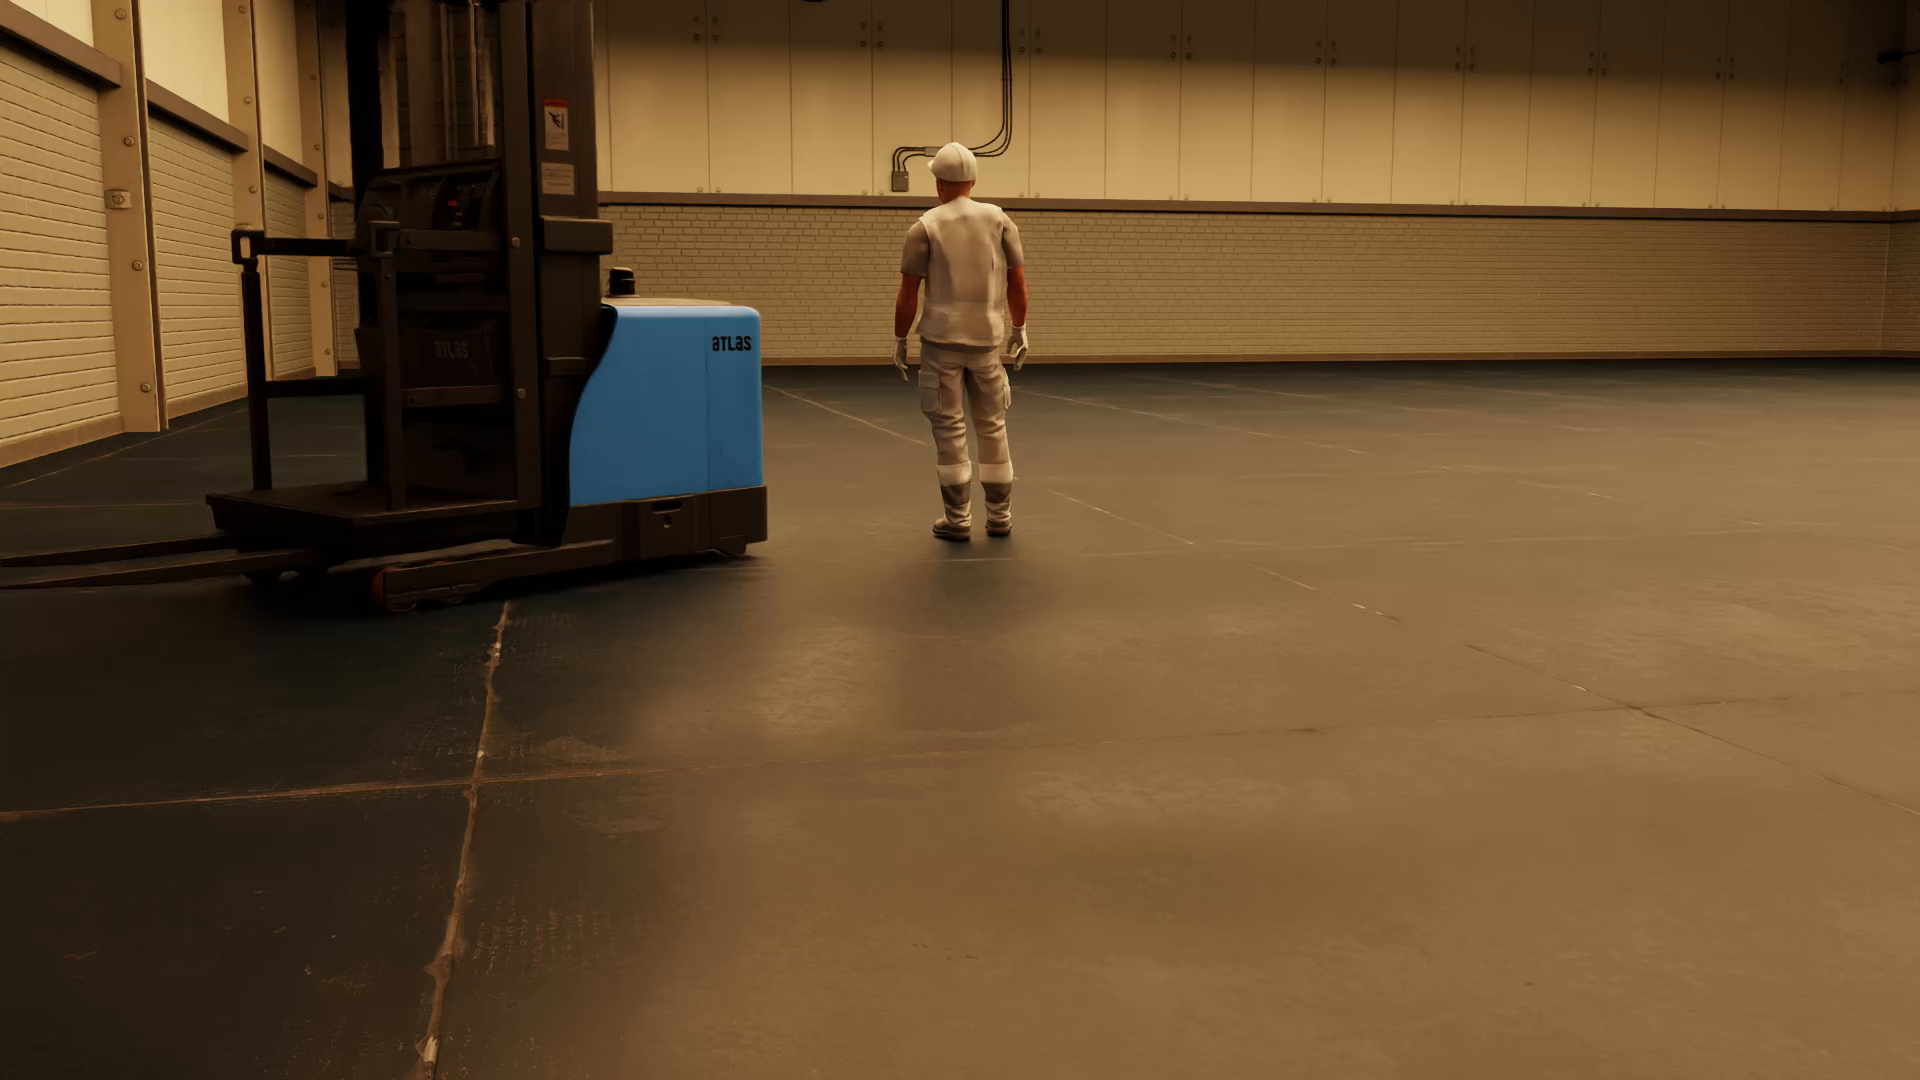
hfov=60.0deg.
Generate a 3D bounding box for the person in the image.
[{"bbox_3d":[0.010,-0.921,7.591,0.637,1.735,0.424,-2,8,-13],"label":"person"}]

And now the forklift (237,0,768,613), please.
[{"bbox_3d":[-2.181,-1.273,6.226,1.130,2.935,3.031,7,11,41],"label":"forklift"}]
